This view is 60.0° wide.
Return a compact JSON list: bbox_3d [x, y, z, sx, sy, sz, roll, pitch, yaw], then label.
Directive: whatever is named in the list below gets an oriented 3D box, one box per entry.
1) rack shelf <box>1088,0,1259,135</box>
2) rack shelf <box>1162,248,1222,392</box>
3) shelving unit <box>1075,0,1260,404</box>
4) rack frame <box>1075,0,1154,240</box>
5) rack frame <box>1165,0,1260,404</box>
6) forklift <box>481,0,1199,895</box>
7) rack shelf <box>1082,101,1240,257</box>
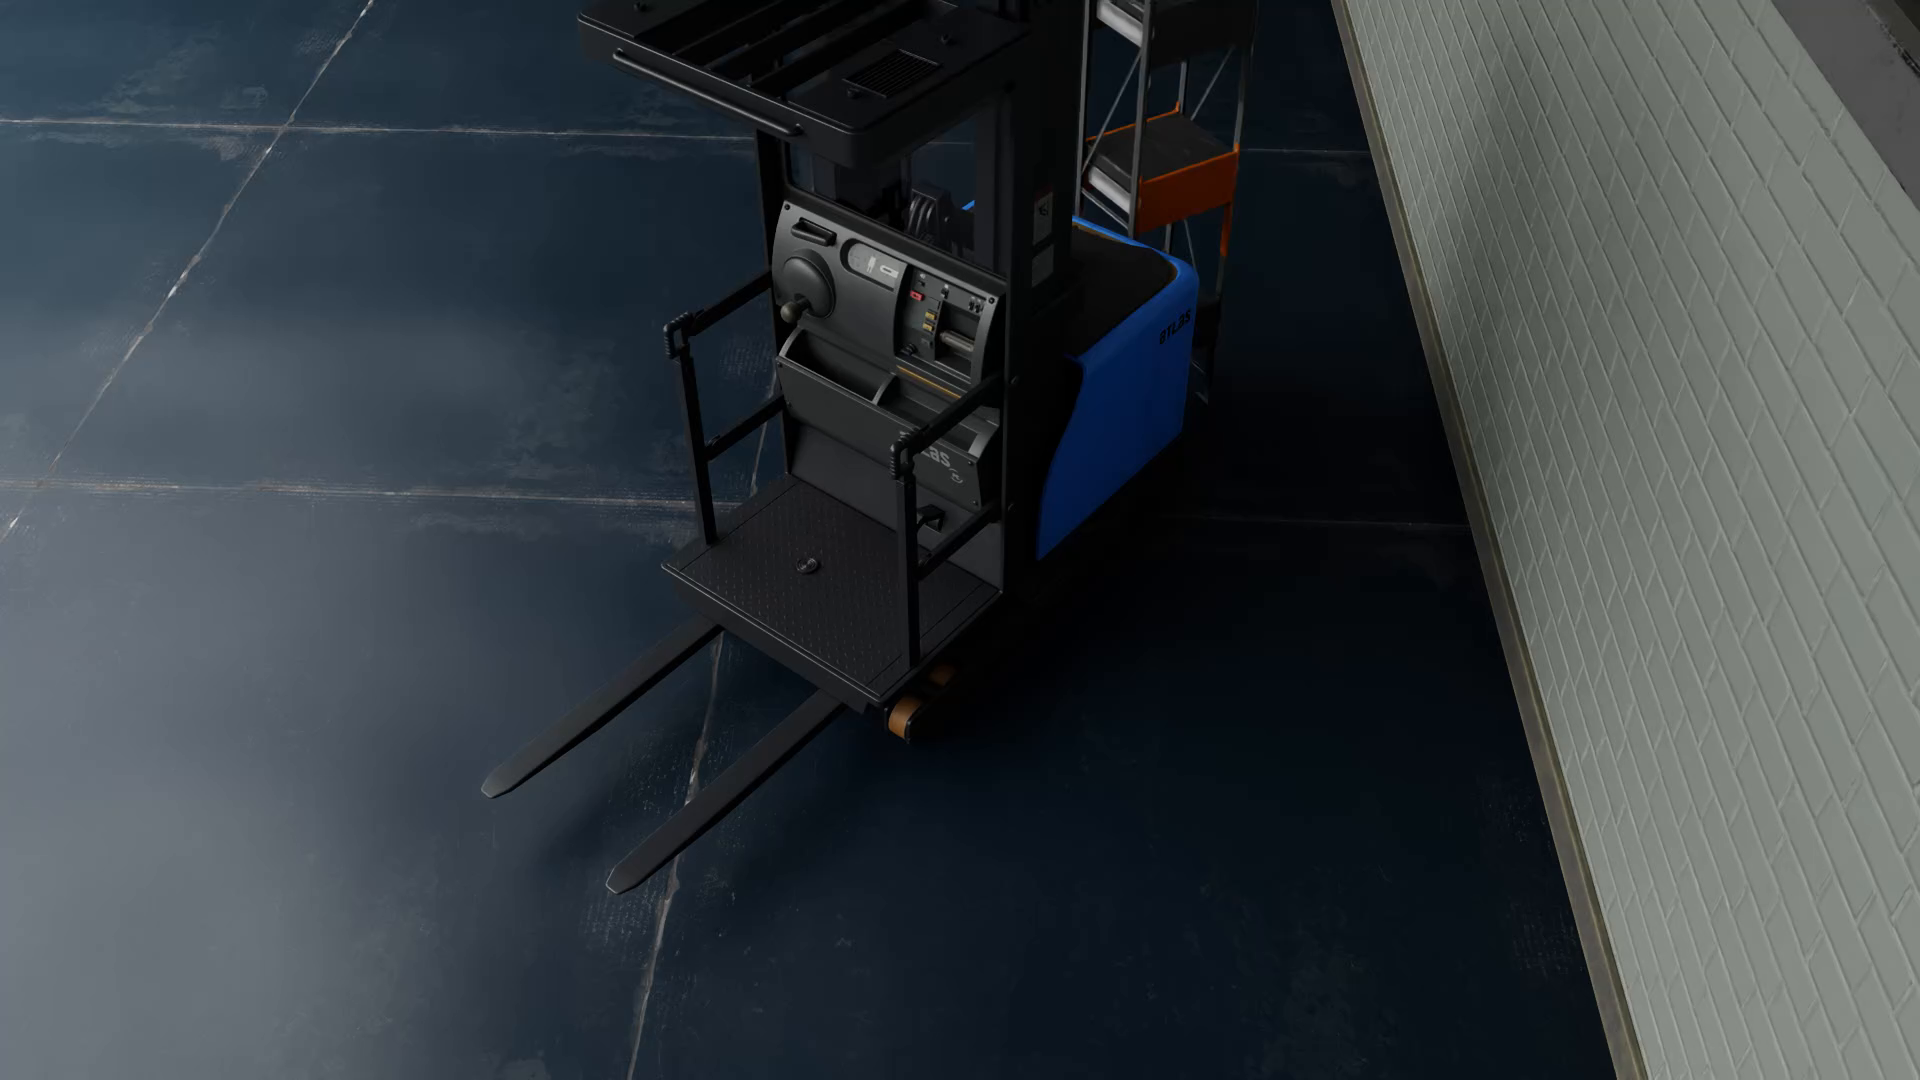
[{"bbox_3d":[0.784,-1.903,6.243,0.480,0.518,0.431,-23,47,-22],"label":"rack shelf"},{"bbox_3d":[0.792,-0.880,7.199,0.480,0.518,0.431,-23,47,-22],"label":"rack shelf"},{"bbox_3d":[0.788,-1.402,6.711,0.503,2.100,0.431,-23,47,-22],"label":"shelving unit"},{"bbox_3d":[0.579,-1.315,6.620,0.015,2.100,0.400,-23,47,-22],"label":"rack frame"},{"bbox_3d":[0.997,-1.489,6.802,0.015,2.100,0.400,-23,47,-22],"label":"rack frame"},{"bbox_3d":[-0.390,-0.741,5.395,1.130,2.935,3.031,29,50,27],"label":"forklift"},{"bbox_3d":[0.788,-1.392,6.721,0.480,0.518,0.431,-23,47,-22],"label":"rack shelf"}]
